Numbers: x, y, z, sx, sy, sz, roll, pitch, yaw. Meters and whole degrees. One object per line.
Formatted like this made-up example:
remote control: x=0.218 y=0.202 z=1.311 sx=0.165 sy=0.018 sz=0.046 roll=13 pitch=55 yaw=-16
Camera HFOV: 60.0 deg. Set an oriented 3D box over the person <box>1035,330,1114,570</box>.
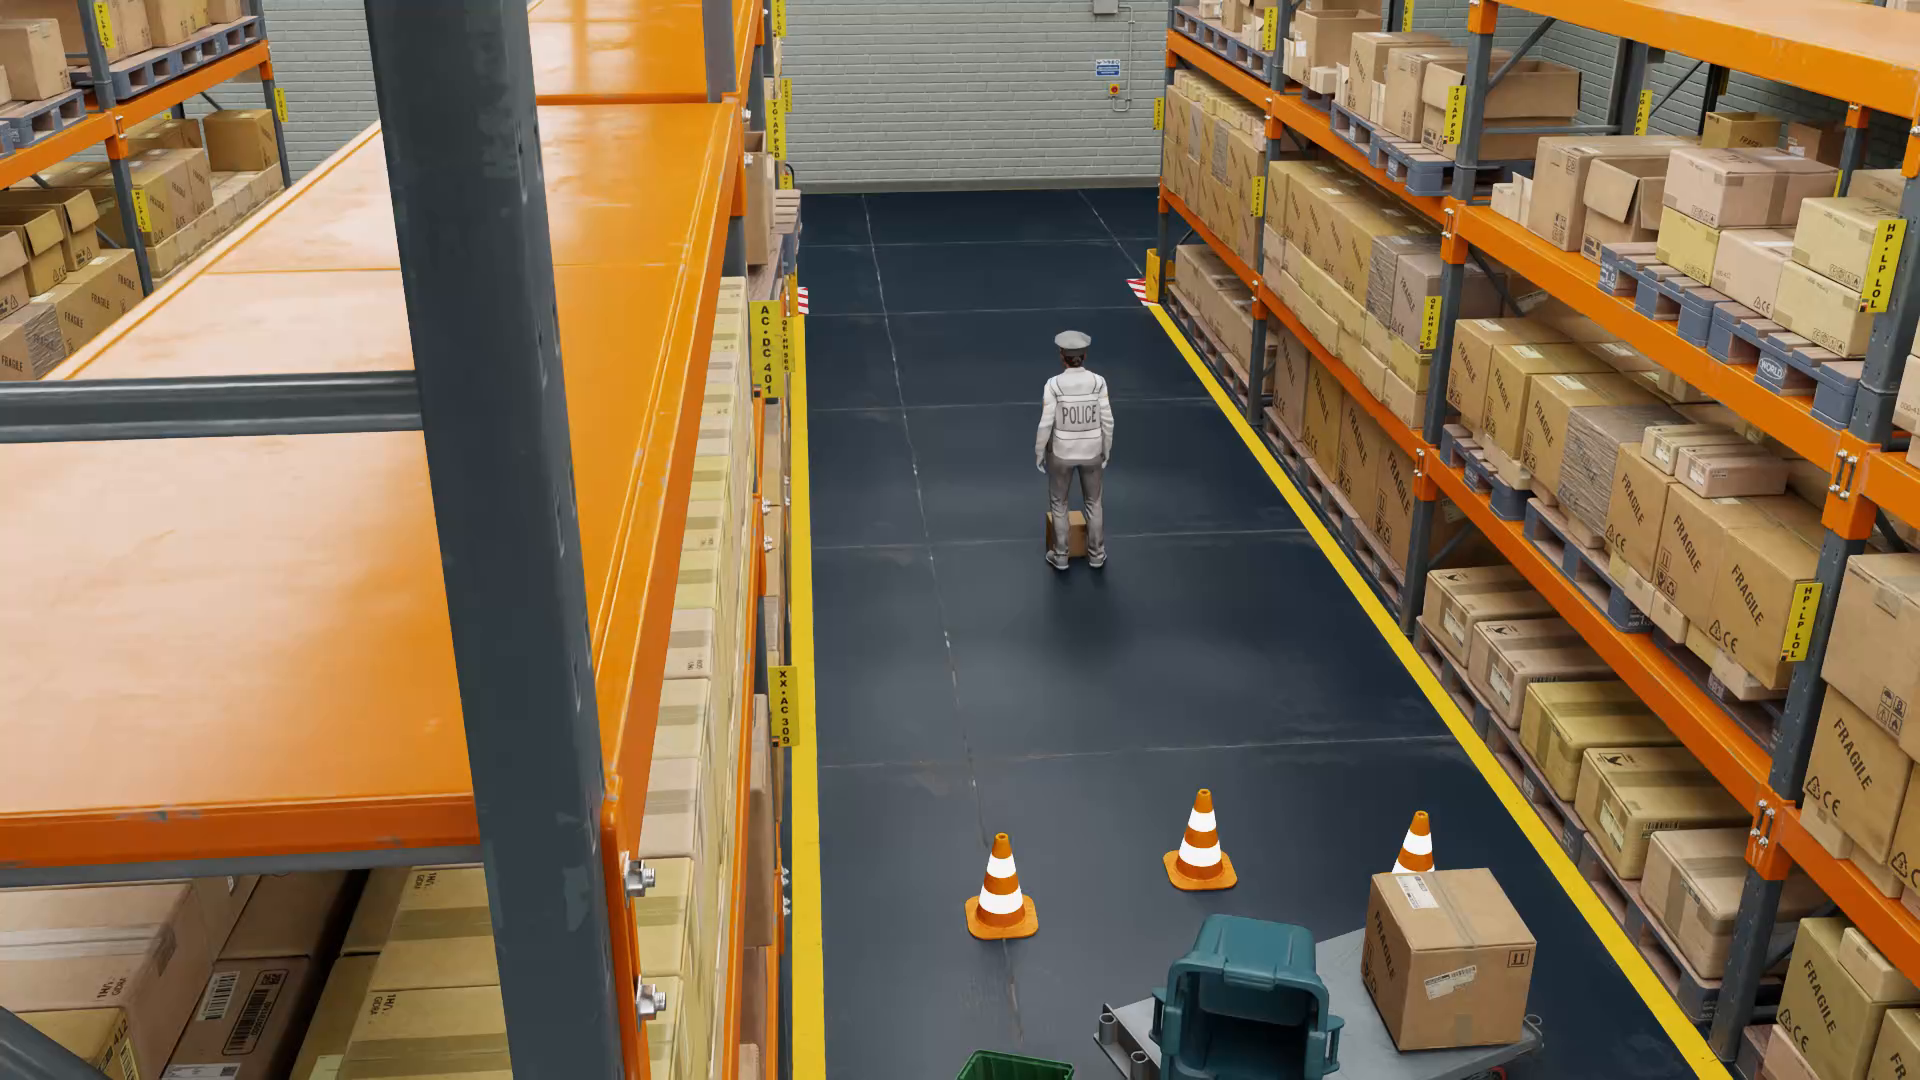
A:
person: x=0.785 y=-0.593 z=11.431 sx=0.546 sy=1.667 sz=0.369 roll=-3 pitch=24 yaw=-8
